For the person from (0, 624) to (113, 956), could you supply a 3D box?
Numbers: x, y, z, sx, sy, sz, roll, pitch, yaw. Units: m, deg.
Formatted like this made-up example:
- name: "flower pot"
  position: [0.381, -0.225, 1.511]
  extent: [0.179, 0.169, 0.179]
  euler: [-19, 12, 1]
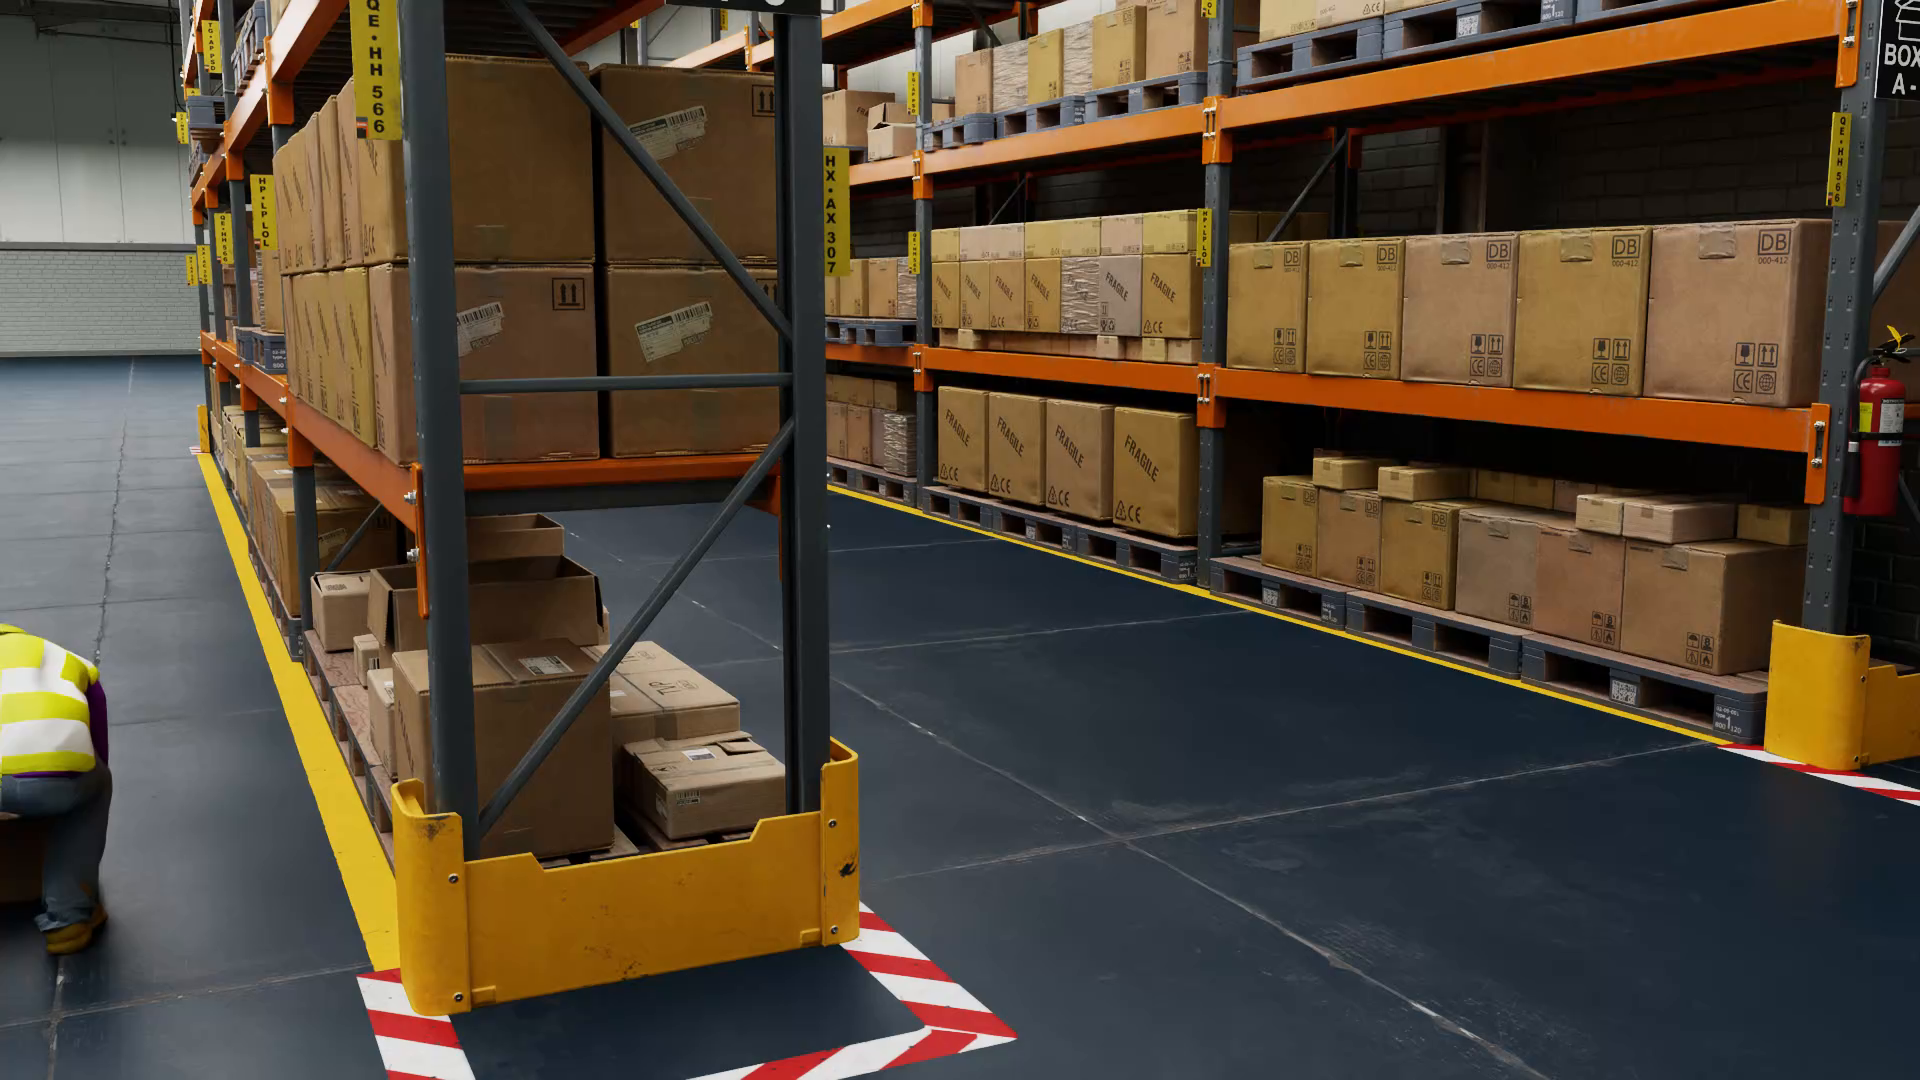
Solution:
- name: "person"
  position: [-2.617, 0.676, 4.552]
  extent: [0.525, 0.822, 0.973]
  euler: [-4, 9, -24]
